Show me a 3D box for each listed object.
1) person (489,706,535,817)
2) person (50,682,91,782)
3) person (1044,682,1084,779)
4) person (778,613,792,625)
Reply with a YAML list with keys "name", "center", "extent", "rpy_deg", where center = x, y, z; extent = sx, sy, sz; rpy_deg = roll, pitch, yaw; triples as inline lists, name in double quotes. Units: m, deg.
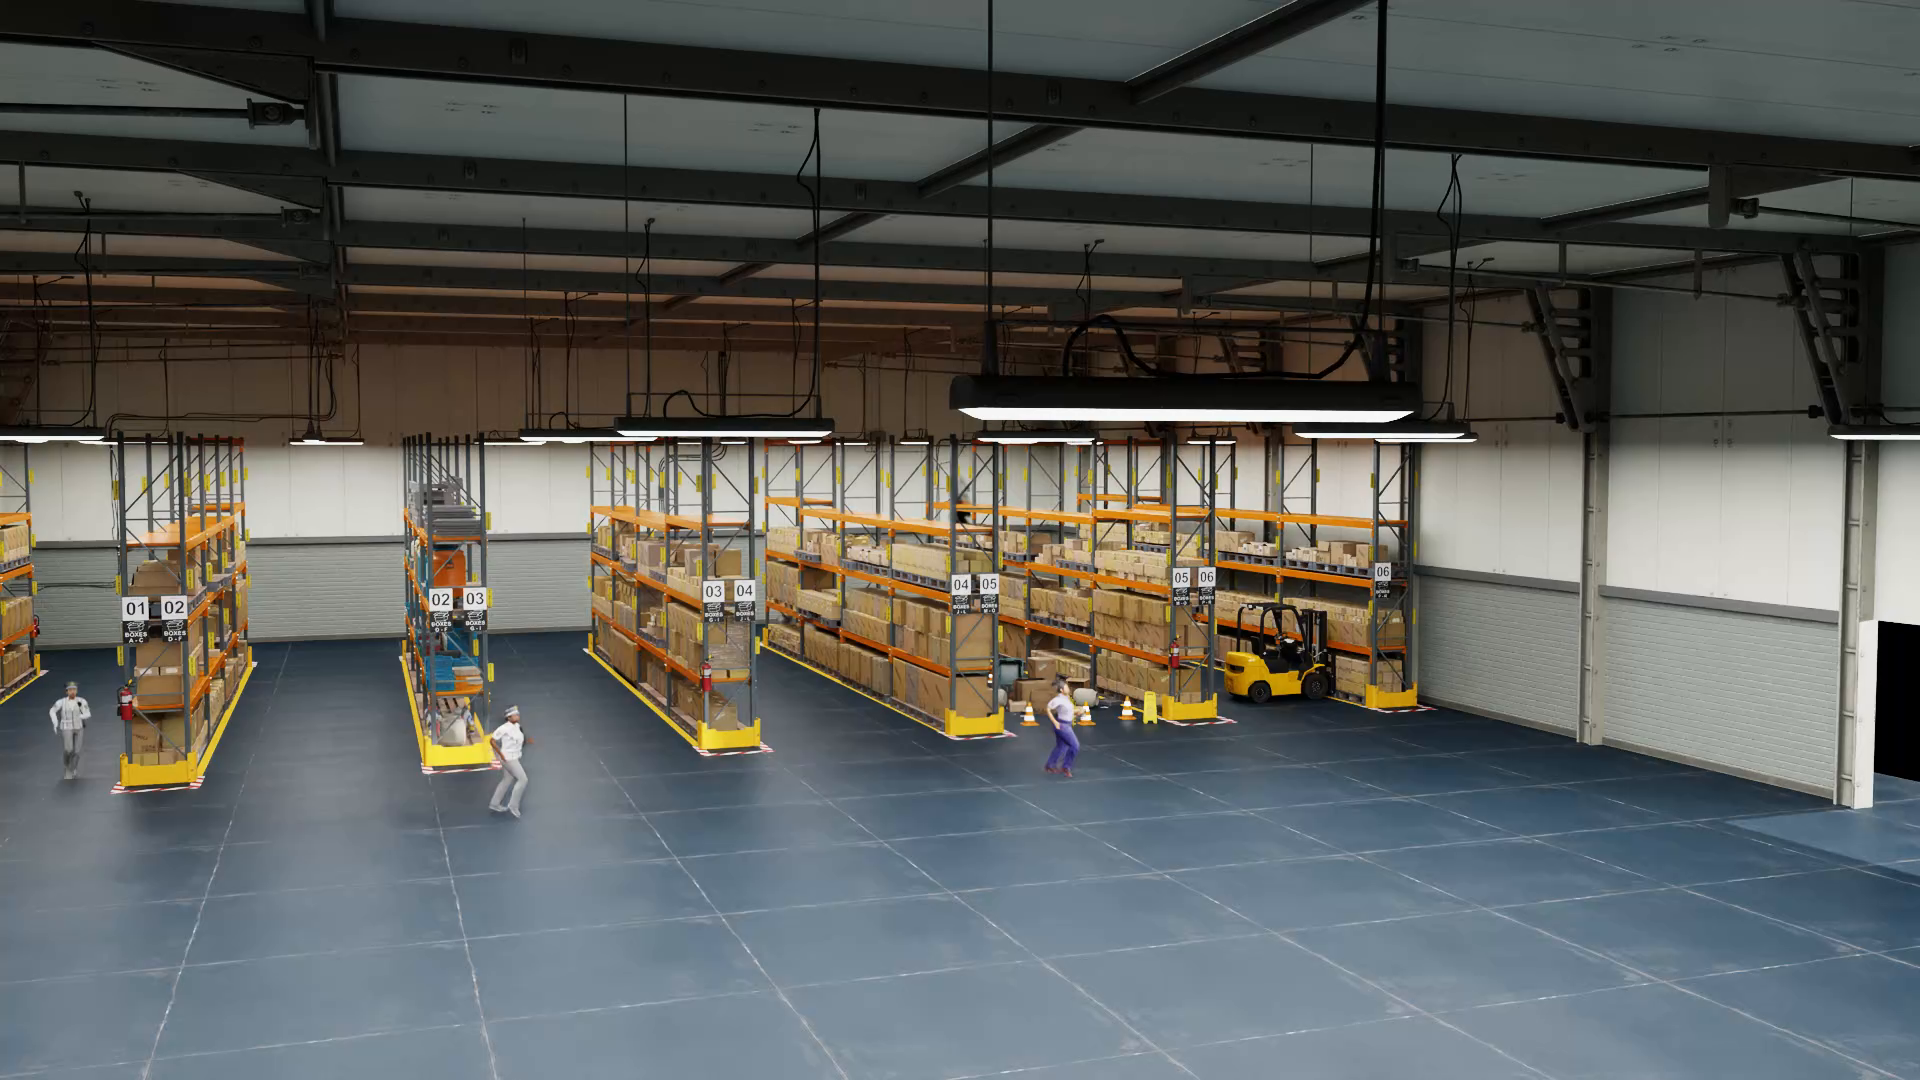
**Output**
- name: "person"
  center: [-6.996, 3.456, 25.961]
  extent: [0.717, 1.754, 0.545]
  rpy_deg: [0, 3, 4]
- name: "person"
  center: [-15.286, 3.290, 28.625]
  extent: [0.578, 1.711, 0.690]
  rpy_deg: [-3, 4, -40]
- name: "person"
  center: [1.809, 3.307, 28.904]
  extent: [0.694, 1.693, 0.574]
  rpy_deg: [1, 3, 13]
- name: "person"
  center: [-5.196, 2.173, 49.827]
  extent: [0.546, 1.597, 0.662]
  rpy_deg: [0, 3, 8]
